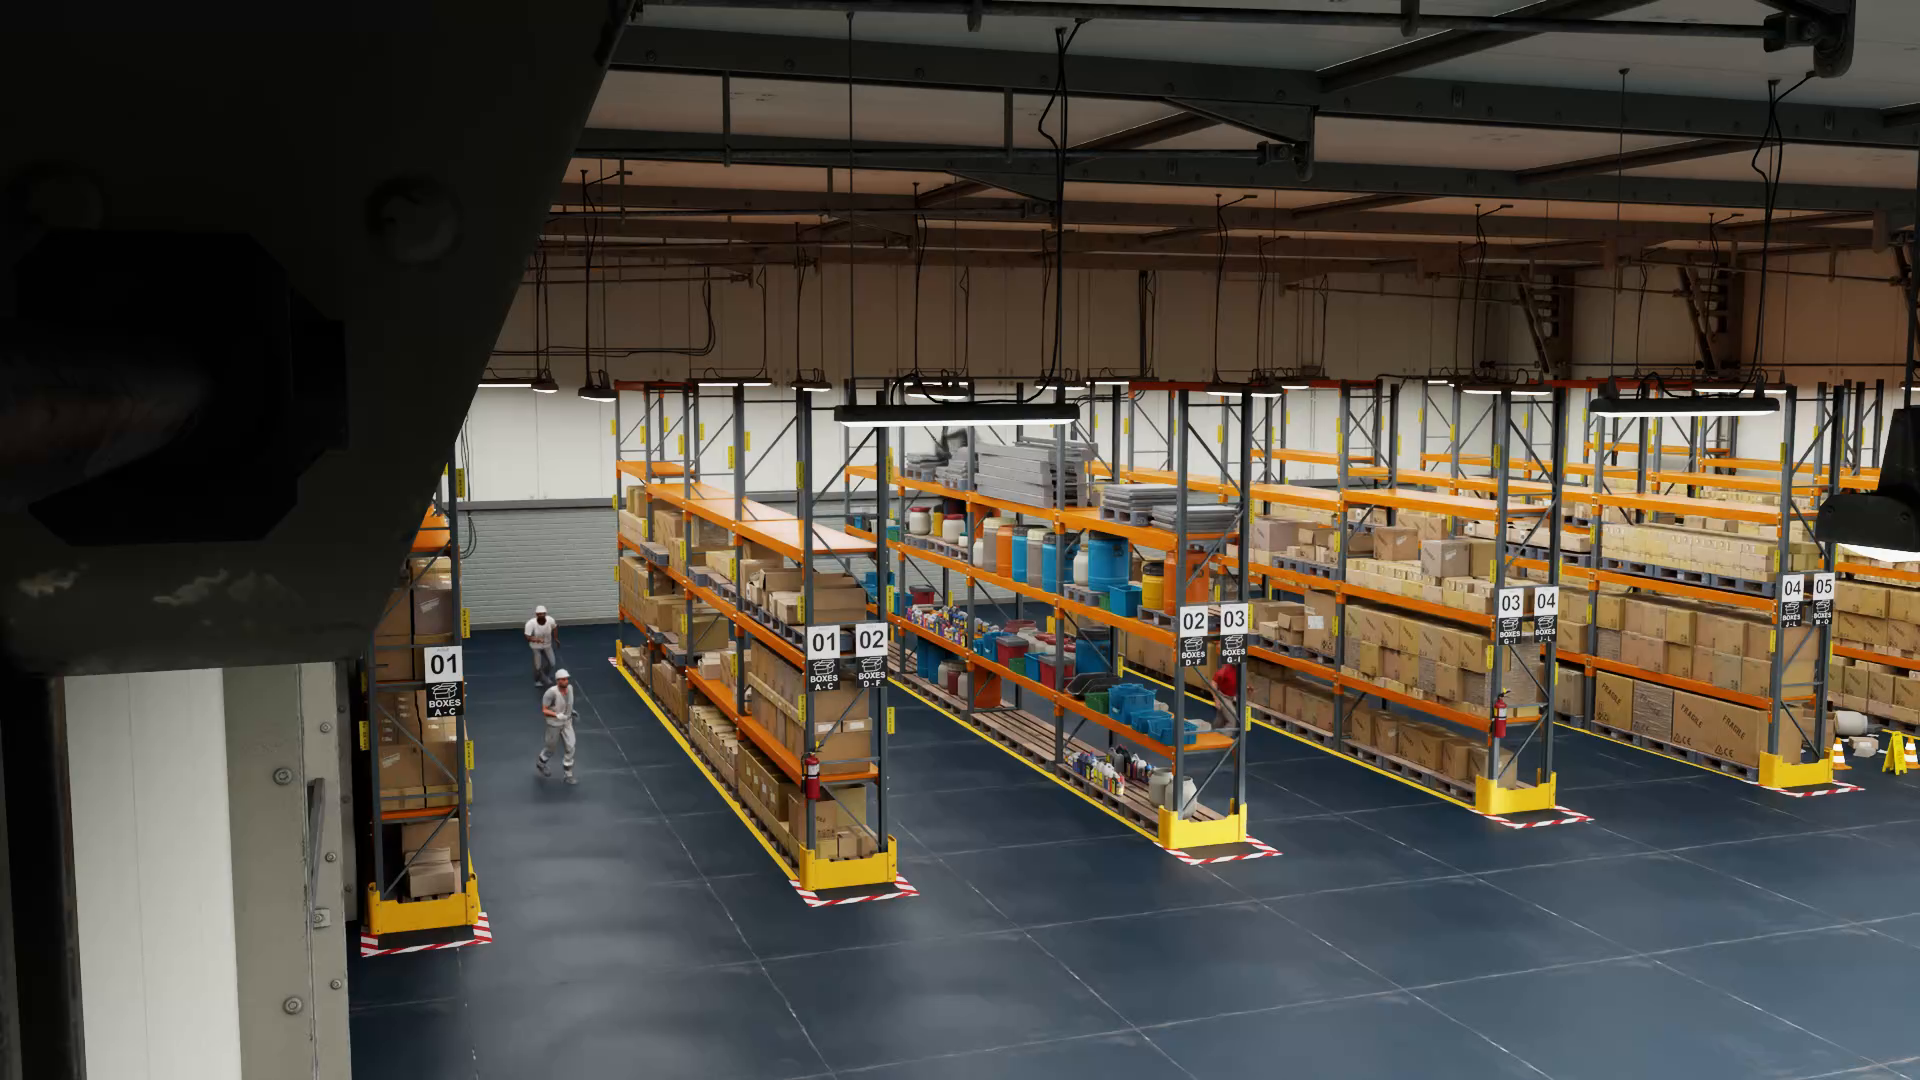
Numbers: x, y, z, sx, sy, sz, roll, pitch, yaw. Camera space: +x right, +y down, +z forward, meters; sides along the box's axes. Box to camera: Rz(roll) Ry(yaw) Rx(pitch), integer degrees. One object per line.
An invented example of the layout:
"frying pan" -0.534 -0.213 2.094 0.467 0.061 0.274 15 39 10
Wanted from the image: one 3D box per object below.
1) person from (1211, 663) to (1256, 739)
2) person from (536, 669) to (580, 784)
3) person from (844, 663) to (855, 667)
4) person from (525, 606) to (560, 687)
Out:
"person" 4.444 2.660 27.335 0.829 1.702 0.680 3 7 25
"person" -6.109 2.796 25.212 0.678 1.755 0.948 -6 8 -44
"person" -2.235 1.841 33.316 0.654 1.538 1.178 2 6 16
"person" -8.145 2.083 32.443 0.724 1.654 0.828 -4 7 -30
